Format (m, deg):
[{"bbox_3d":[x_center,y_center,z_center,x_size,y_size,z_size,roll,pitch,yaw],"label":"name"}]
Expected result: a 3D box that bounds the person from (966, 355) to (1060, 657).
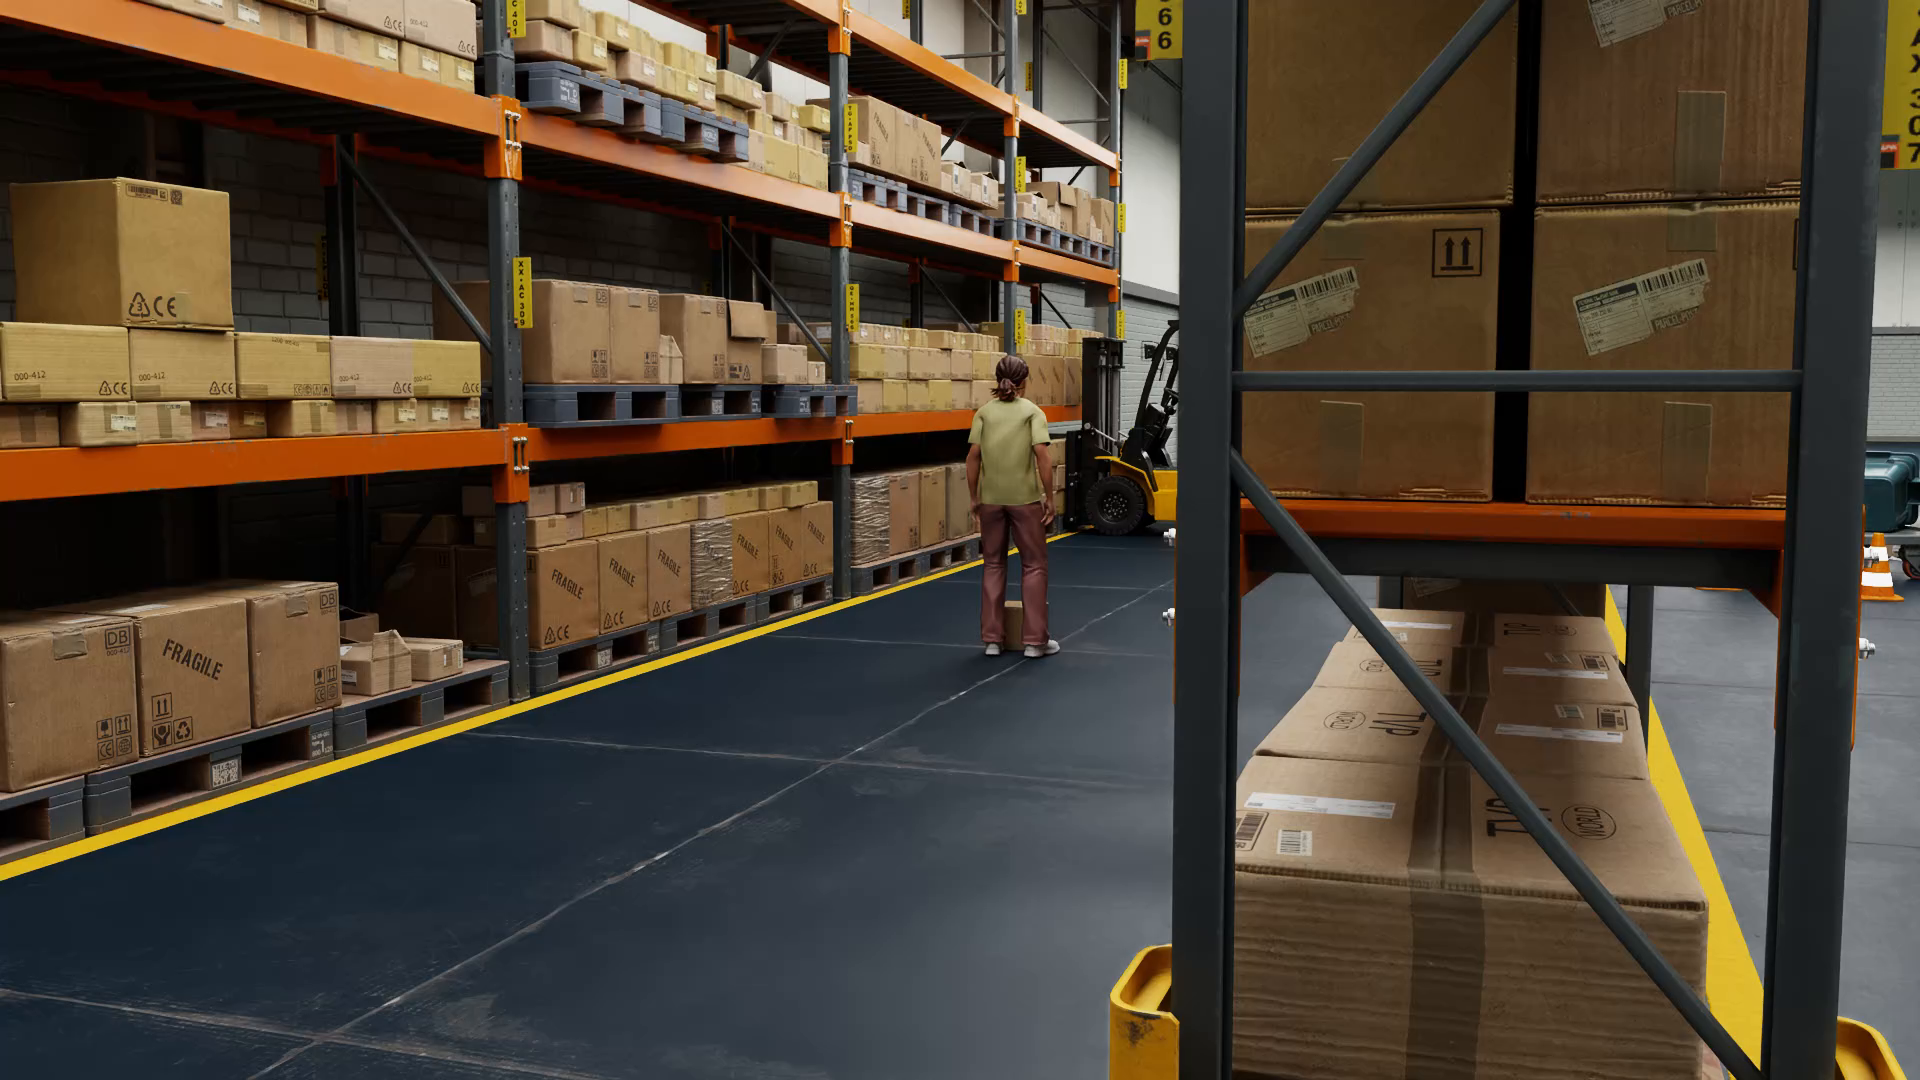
[{"bbox_3d":[0.290,-0.192,9.279,0.497,1.672,0.360,2,6,19],"label":"person"}]
